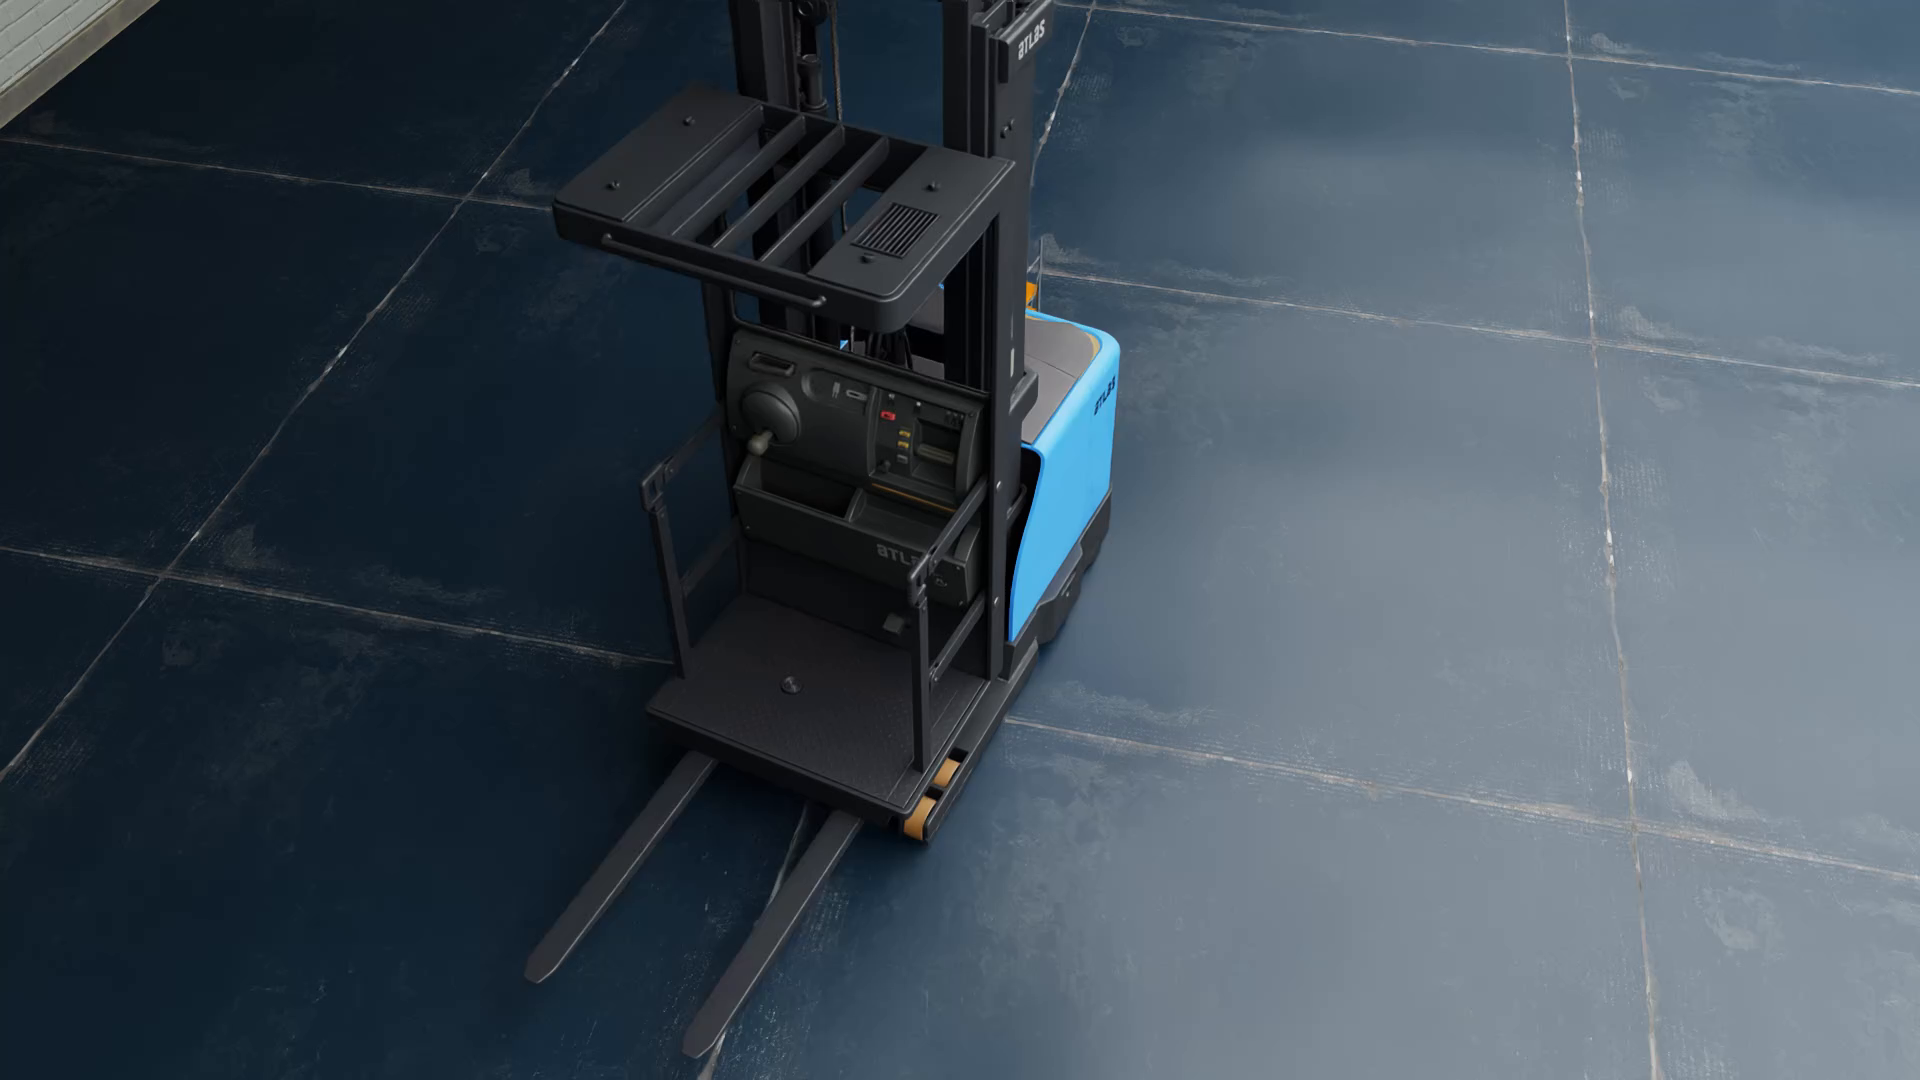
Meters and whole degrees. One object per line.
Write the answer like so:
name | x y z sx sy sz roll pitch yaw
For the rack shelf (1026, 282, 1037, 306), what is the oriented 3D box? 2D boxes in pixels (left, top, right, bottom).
rack shelf | 0.198 -0.981 6.908 0.180 0.103 0.258 19 47 18

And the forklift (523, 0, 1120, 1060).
forklift | -0.460 -0.314 5.423 1.130 2.935 3.031 19 47 18

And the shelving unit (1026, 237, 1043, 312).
shelving unit | 0.198 -0.752 7.126 0.189 1.200 0.258 19 47 18

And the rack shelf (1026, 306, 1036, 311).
rack shelf | 0.198 -0.894 6.991 0.180 0.103 0.258 19 47 18

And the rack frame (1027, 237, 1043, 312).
rack frame | 0.280 -0.725 7.097 0.006 1.200 0.240 19 47 18
